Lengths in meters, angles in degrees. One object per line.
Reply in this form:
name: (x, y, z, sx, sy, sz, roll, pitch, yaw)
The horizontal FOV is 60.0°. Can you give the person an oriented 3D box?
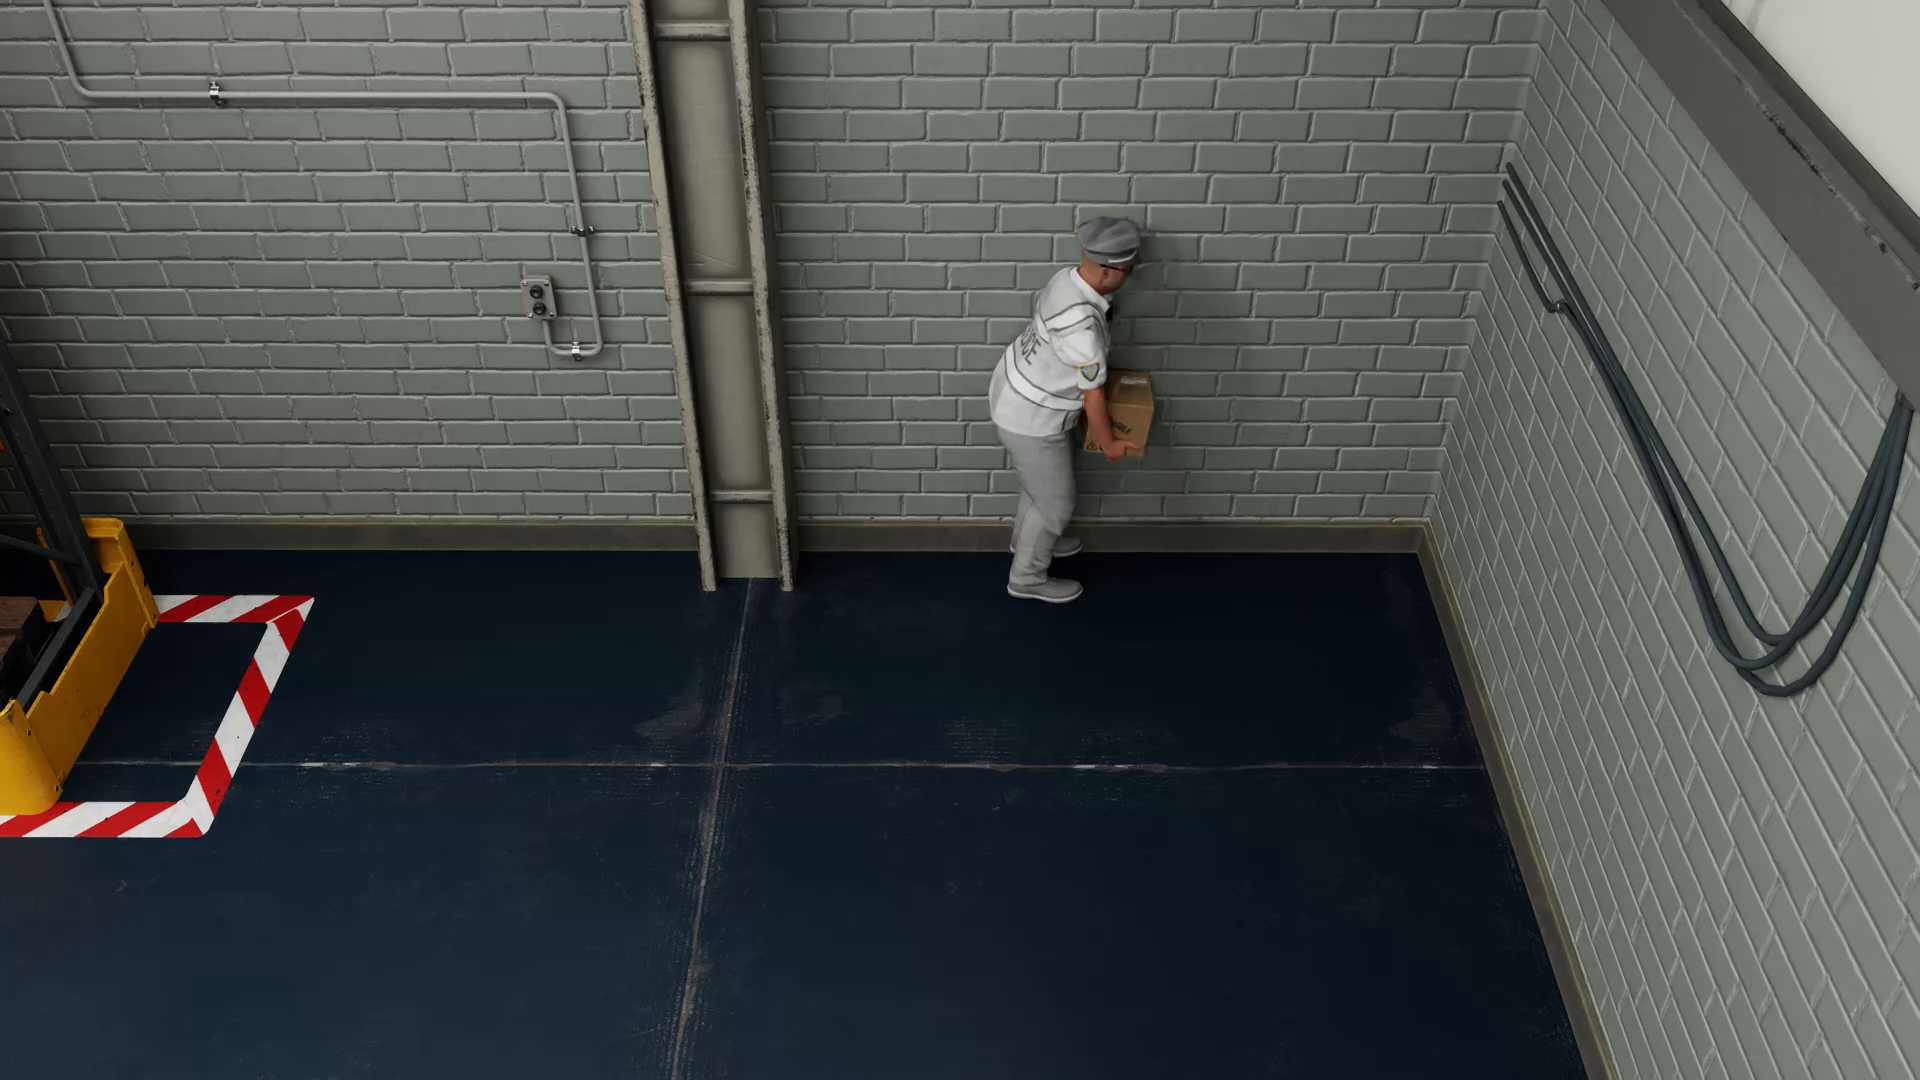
person: (0.426, -0.521, 6.831, 0.617, 1.703, 0.478, -1, 39, -1)
